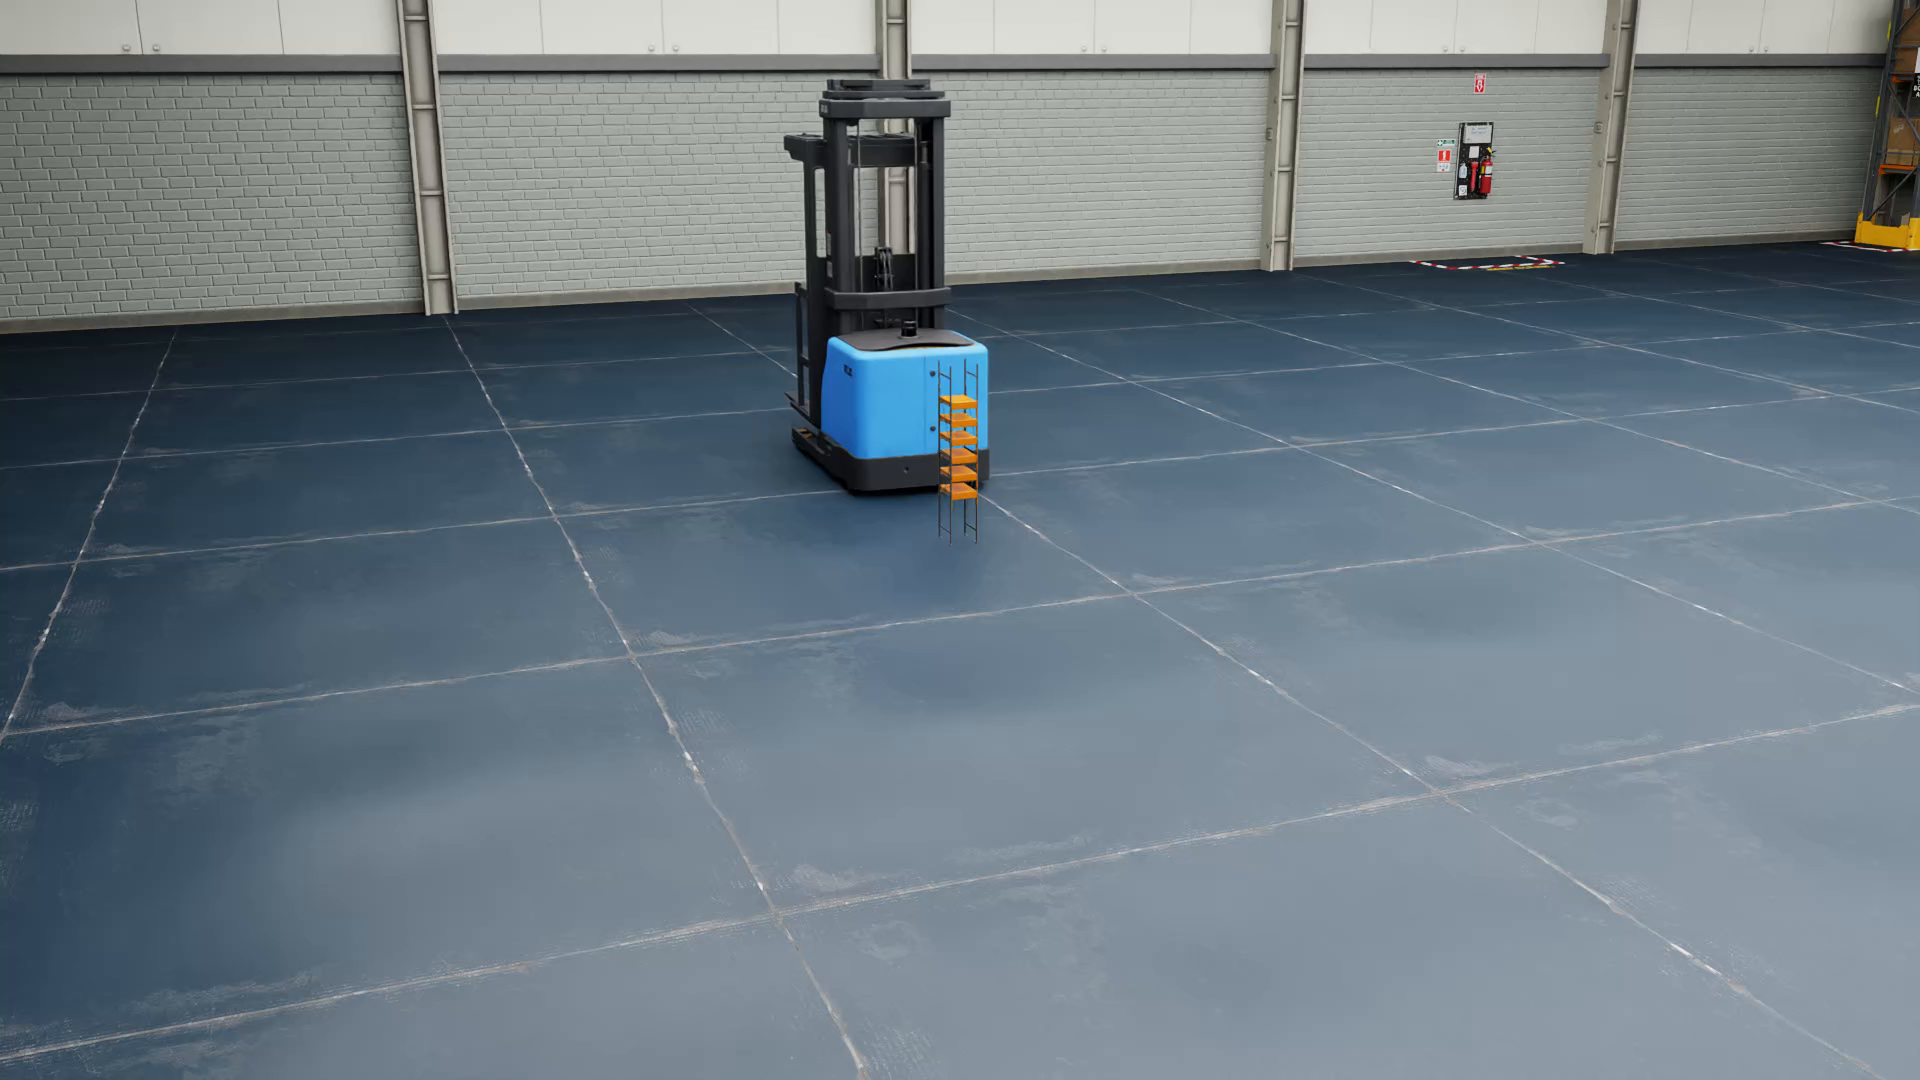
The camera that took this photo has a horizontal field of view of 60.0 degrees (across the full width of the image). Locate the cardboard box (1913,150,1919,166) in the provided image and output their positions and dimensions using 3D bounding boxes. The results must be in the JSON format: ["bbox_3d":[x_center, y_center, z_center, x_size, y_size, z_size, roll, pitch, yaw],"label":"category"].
[{"bbox_3d":[16.157,-6.305,27.474,0.500,0.250,0.500,-7,18,-22],"label":"cardboard box"}]

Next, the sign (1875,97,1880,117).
[{"bbox_3d":[15.408,-7.256,27.869,0.005,0.325,0.100,-6,17,-20],"label":"sign"}]

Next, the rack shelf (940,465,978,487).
[{"bbox_3d":[-0.014,-0.416,10.971,0.180,0.103,0.258,-6,17,-20],"label":"rack shelf"}]

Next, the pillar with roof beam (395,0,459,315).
[{"bbox_3d":[-4.939,-6.025,15.646,0.400,9.000,9.100,-6,17,-20],"label":"pillar with roof beam"}]

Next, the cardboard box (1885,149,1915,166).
[{"bbox_3d":[15.955,-6.437,27.925,0.500,0.250,0.500,-6,17,-19],"label":"cardboard box"}]

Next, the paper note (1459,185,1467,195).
[{"bbox_3d":[7.818,-5.433,25.839,0.142,0.148,0.016,-6,17,-20],"label":"paper note"}]

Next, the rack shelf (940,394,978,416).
[{"bbox_3d":[-0.014,-0.877,10.835,0.180,0.103,0.258,-6,17,-20],"label":"rack shelf"}]

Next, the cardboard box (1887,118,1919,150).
[{"bbox_3d":[15.952,-6.802,27.838,0.500,0.500,0.500,-6,18,-21],"label":"cardboard box"}]

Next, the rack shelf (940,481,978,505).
[{"bbox_3d":[-0.014,-0.301,11.004,0.180,0.103,0.258,-6,17,-20],"label":"rack shelf"}]

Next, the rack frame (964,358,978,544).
[{"bbox_3d":[0.072,-0.583,10.956,0.006,1.200,0.240,-6,17,-20],"label":"rack frame"}]

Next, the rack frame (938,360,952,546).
[{"bbox_3d":[-0.099,-0.565,10.893,0.006,1.200,0.240,-6,17,-20],"label":"rack frame"}]

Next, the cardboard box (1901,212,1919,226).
[{"bbox_3d":[16.266,-5.368,28.047,0.500,0.311,0.500,-8,18,-26],"label":"cardboard box"}]

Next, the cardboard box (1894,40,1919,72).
[{"bbox_3d":[15.887,-8.007,27.503,0.500,0.500,0.500,-5,17,-16],"label":"cardboard box"}]

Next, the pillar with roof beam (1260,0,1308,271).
[{"bbox_3d":[6.267,-7.235,19.766,0.400,9.000,9.100,-6,17,-20],"label":"pillar with roof beam"}]

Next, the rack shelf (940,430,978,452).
[{"bbox_3d":[-0.014,-0.647,10.903,0.180,0.103,0.258,-6,17,-20],"label":"rack shelf"}]

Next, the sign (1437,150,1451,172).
[{"bbox_3d":[7.454,-5.844,25.611,0.234,0.329,0.001,-6,17,-20],"label":"sign"}]

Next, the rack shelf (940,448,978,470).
[{"bbox_3d":[-0.014,-0.532,10.937,0.180,0.103,0.258,-6,17,-20],"label":"rack shelf"}]

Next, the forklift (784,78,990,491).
[{"bbox_3d":[-0.739,-2.135,13.166,1.130,2.935,3.031,-6,17,-18],"label":"forklift"}]

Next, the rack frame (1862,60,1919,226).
[{"bbox_3d":[15.587,-6.401,27.573,0.127,3.000,1.000,-6,17,-20],"label":"rack frame"}]

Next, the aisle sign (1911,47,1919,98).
[{"bbox_3d":[15.628,-7.562,26.913,0.004,0.787,0.394,-6,17,-20],"label":"aisle sign"}]

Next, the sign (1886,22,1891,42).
[{"bbox_3d":[15.408,-8.413,27.530,0.005,0.325,0.100,-6,17,-20],"label":"sign"}]

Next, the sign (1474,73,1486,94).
[{"bbox_3d":[7.964,-6.993,25.474,0.199,0.298,0.001,-6,17,-20],"label":"sign"}]

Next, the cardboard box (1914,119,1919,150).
[{"bbox_3d":[16.141,-6.668,27.380,0.500,0.500,0.500,-6,17,-20],"label":"cardboard box"}]

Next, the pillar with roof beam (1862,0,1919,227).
[{"bbox_3d":[17.472,-8.445,23.886,0.400,9.000,9.100,-6,17,-20],"label":"pillar with roof beam"}]

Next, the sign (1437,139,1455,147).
[{"bbox_3d":[7.462,-6.096,25.530,0.331,0.109,0.001,-6,17,-20],"label":"sign"}]

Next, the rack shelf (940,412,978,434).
[{"bbox_3d":[-0.014,-0.762,10.869,0.180,0.103,0.258,-6,17,-20],"label":"rack shelf"}]

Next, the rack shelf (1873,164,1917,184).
[{"bbox_3d":[17.455,-6.258,28.361,4.000,0.370,1.077,-6,17,-20],"label":"rack shelf"}]

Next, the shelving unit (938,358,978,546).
[{"bbox_3d":[-0.014,-0.574,10.924,0.189,1.200,0.258,-6,17,-20],"label":"shelving unit"}]

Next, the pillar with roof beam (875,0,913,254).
[{"bbox_3d":[0.664,-6.630,17.706,0.400,9.000,9.100,-6,17,-20],"label":"pillar with roof beam"}]

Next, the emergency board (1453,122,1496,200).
[{"bbox_3d":[8.008,-5.855,25.714,0.643,1.169,0.194,-6,17,-20],"label":"emergency board"}]

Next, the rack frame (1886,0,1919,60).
[{"bbox_3d":[15.587,-9.280,26.728,0.127,3.000,1.000,-6,17,-20],"label":"rack frame"}]

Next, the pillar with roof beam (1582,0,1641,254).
[{"bbox_3d":[11.869,-7.840,21.826,0.400,9.000,9.100,-6,17,-20],"label":"pillar with roof beam"}]

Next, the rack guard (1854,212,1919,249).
[{"bbox_3d":[15.658,-5.210,27.951,0.348,0.500,1.175,-6,17,-20],"label":"rack guard"}]

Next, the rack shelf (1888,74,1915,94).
[{"bbox_3d":[17.455,-7.697,27.938,4.000,0.370,1.077,-6,17,-20],"label":"rack shelf"}]

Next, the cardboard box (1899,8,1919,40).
[{"bbox_3d":[15.897,-8.490,27.375,0.500,0.500,0.500,-5,17,-18],"label":"cardboard box"}]
